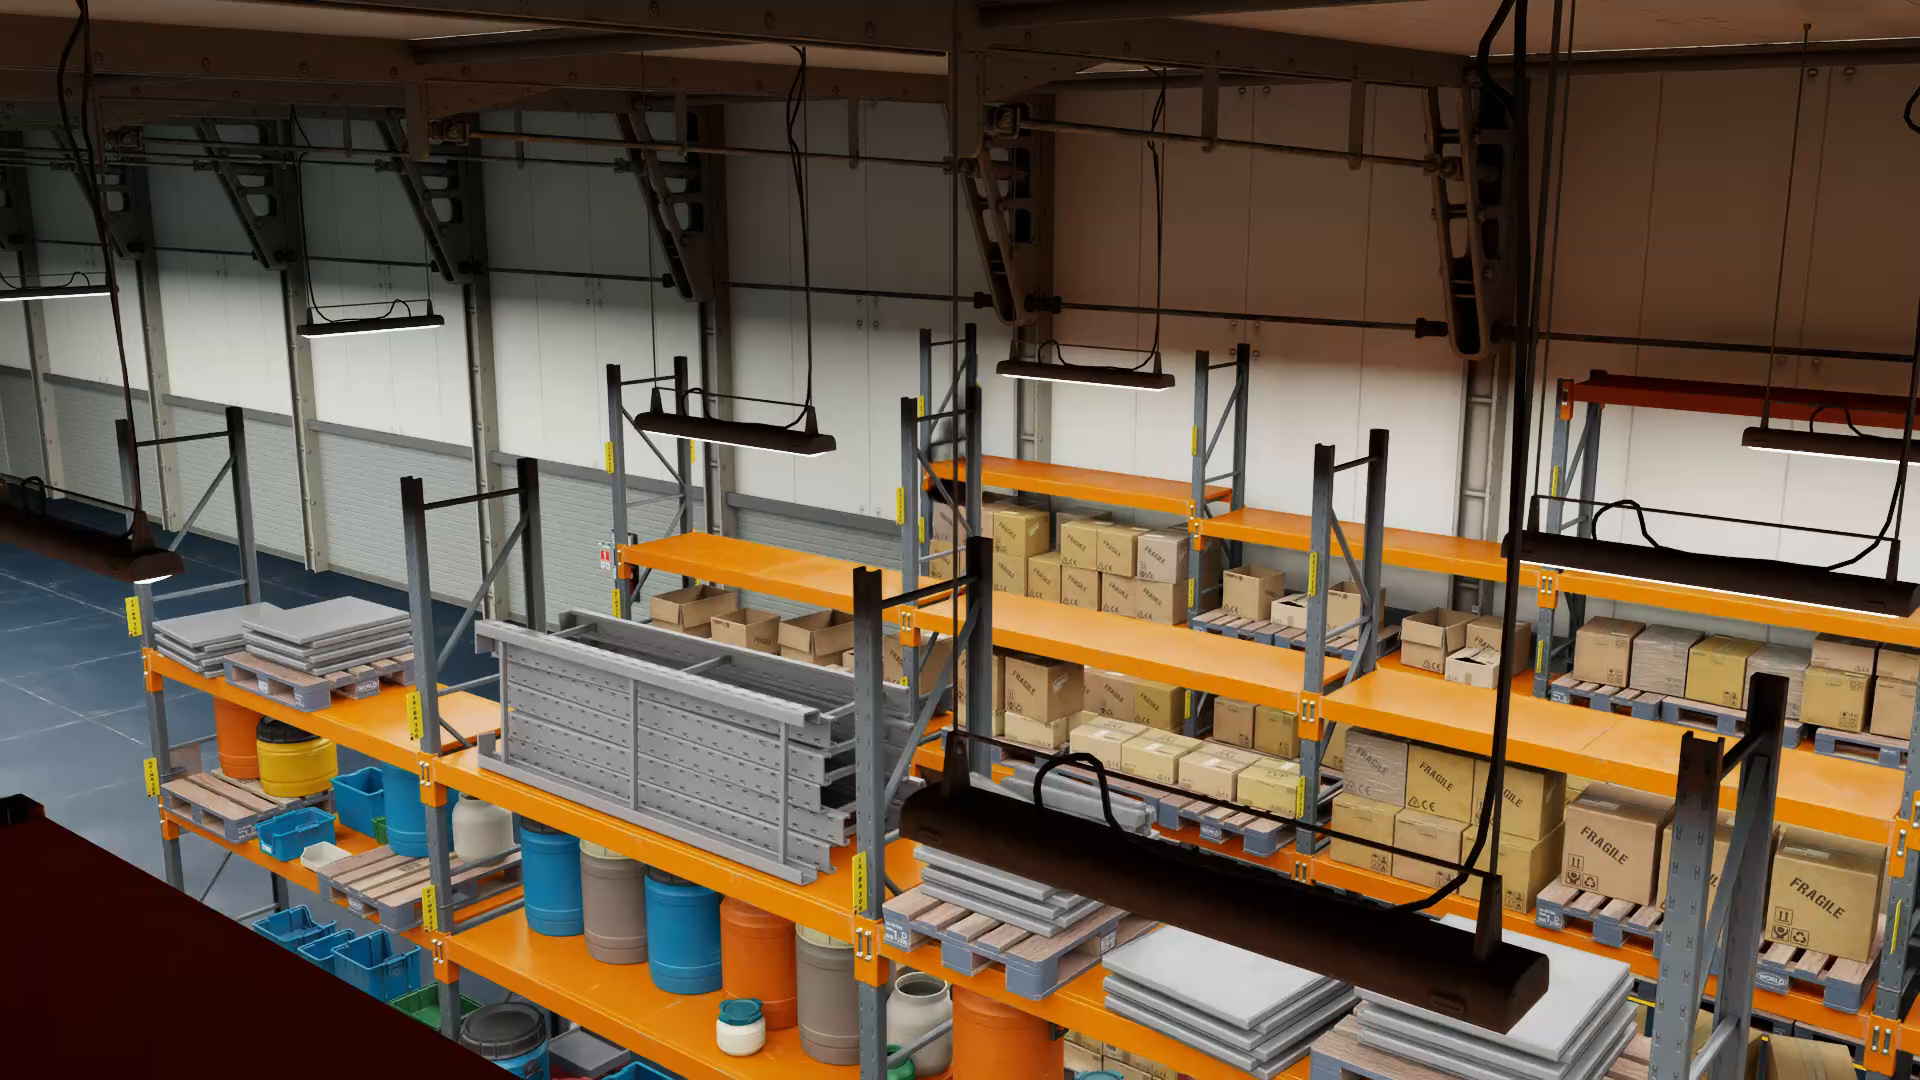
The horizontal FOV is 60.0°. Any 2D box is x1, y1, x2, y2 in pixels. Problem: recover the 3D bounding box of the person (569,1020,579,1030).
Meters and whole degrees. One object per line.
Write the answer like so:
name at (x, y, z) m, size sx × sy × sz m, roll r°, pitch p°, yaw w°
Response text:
person at (-3.330, 3.905, 15.438) m, size 0.978 × 1.627 × 0.655 m, roll 2°, pitch 13°, yaw 8°
